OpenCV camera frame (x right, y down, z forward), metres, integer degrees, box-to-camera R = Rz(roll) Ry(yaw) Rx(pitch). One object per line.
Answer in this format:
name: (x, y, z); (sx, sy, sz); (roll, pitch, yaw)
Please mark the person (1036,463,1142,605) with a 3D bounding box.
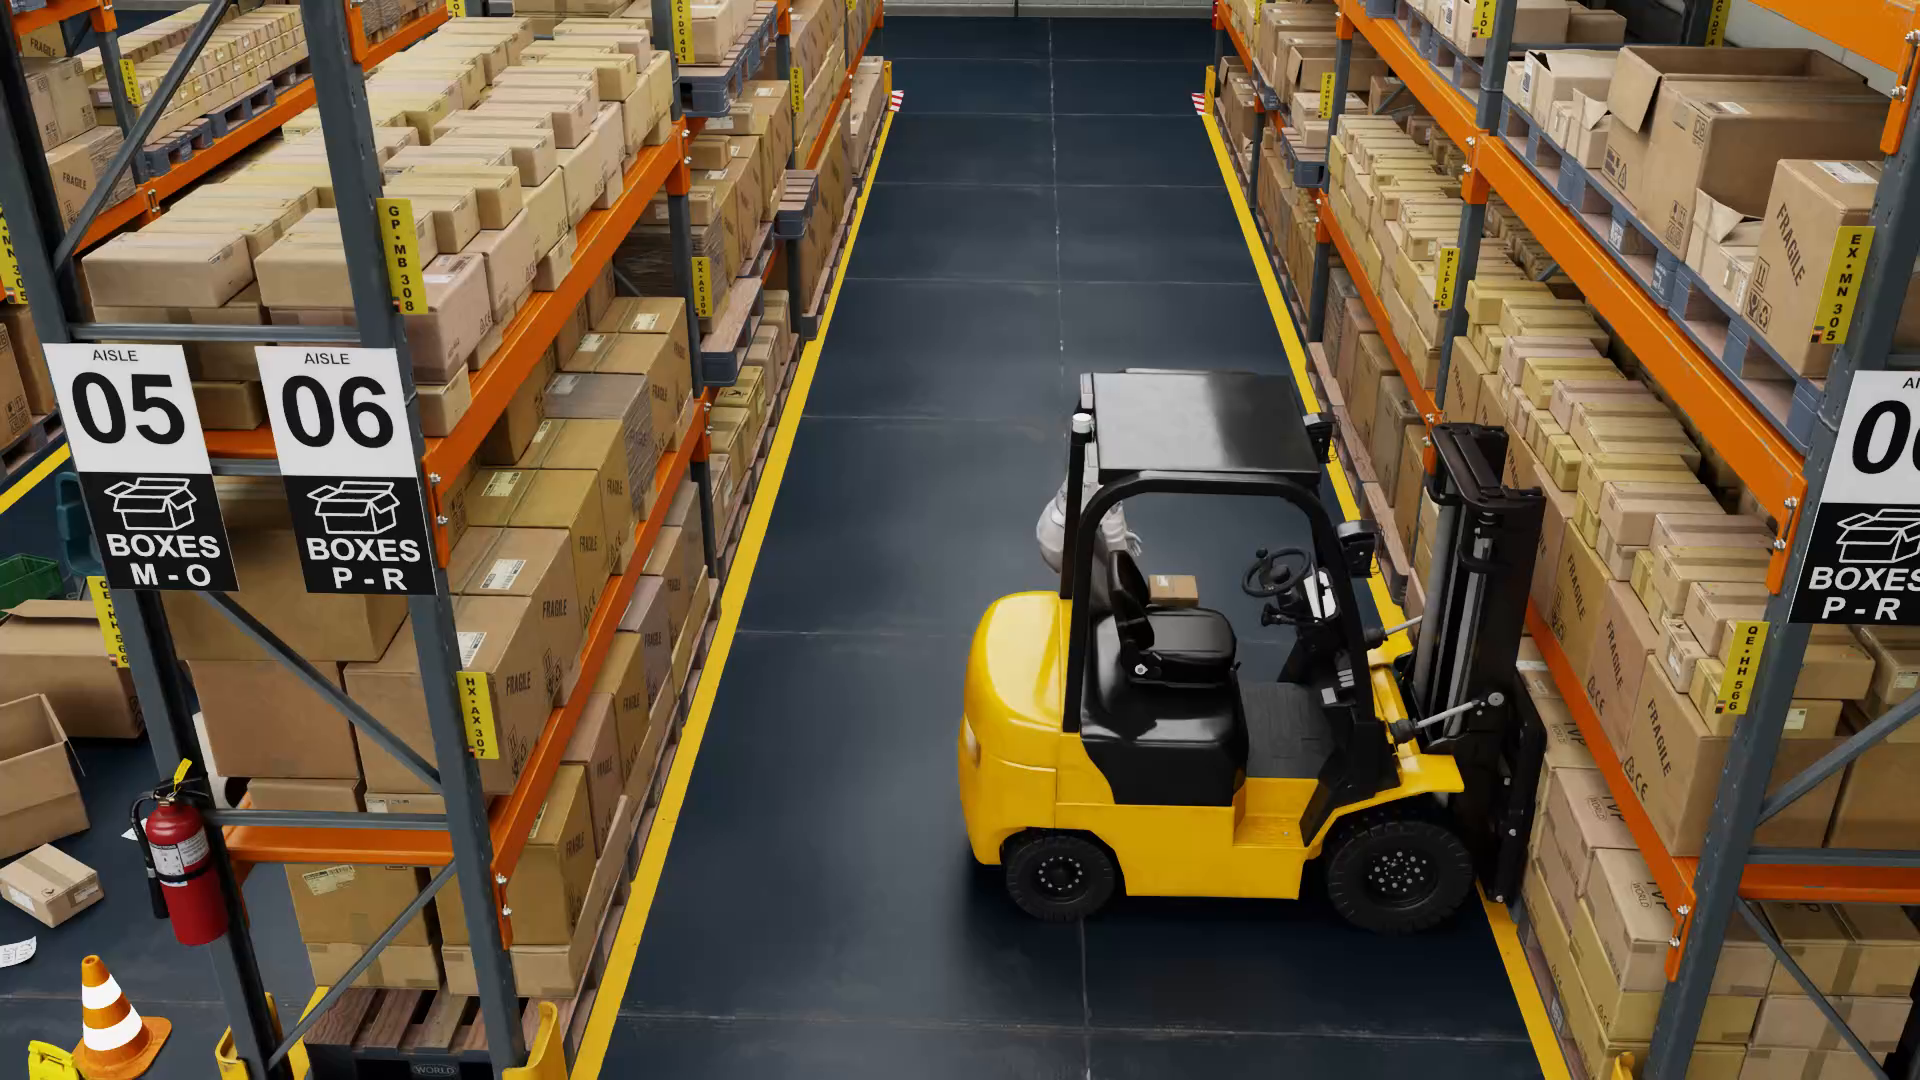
person: (0.742, 0.003, 8.875); (0.673, 1.430, 0.534); (1, 28, 2)
